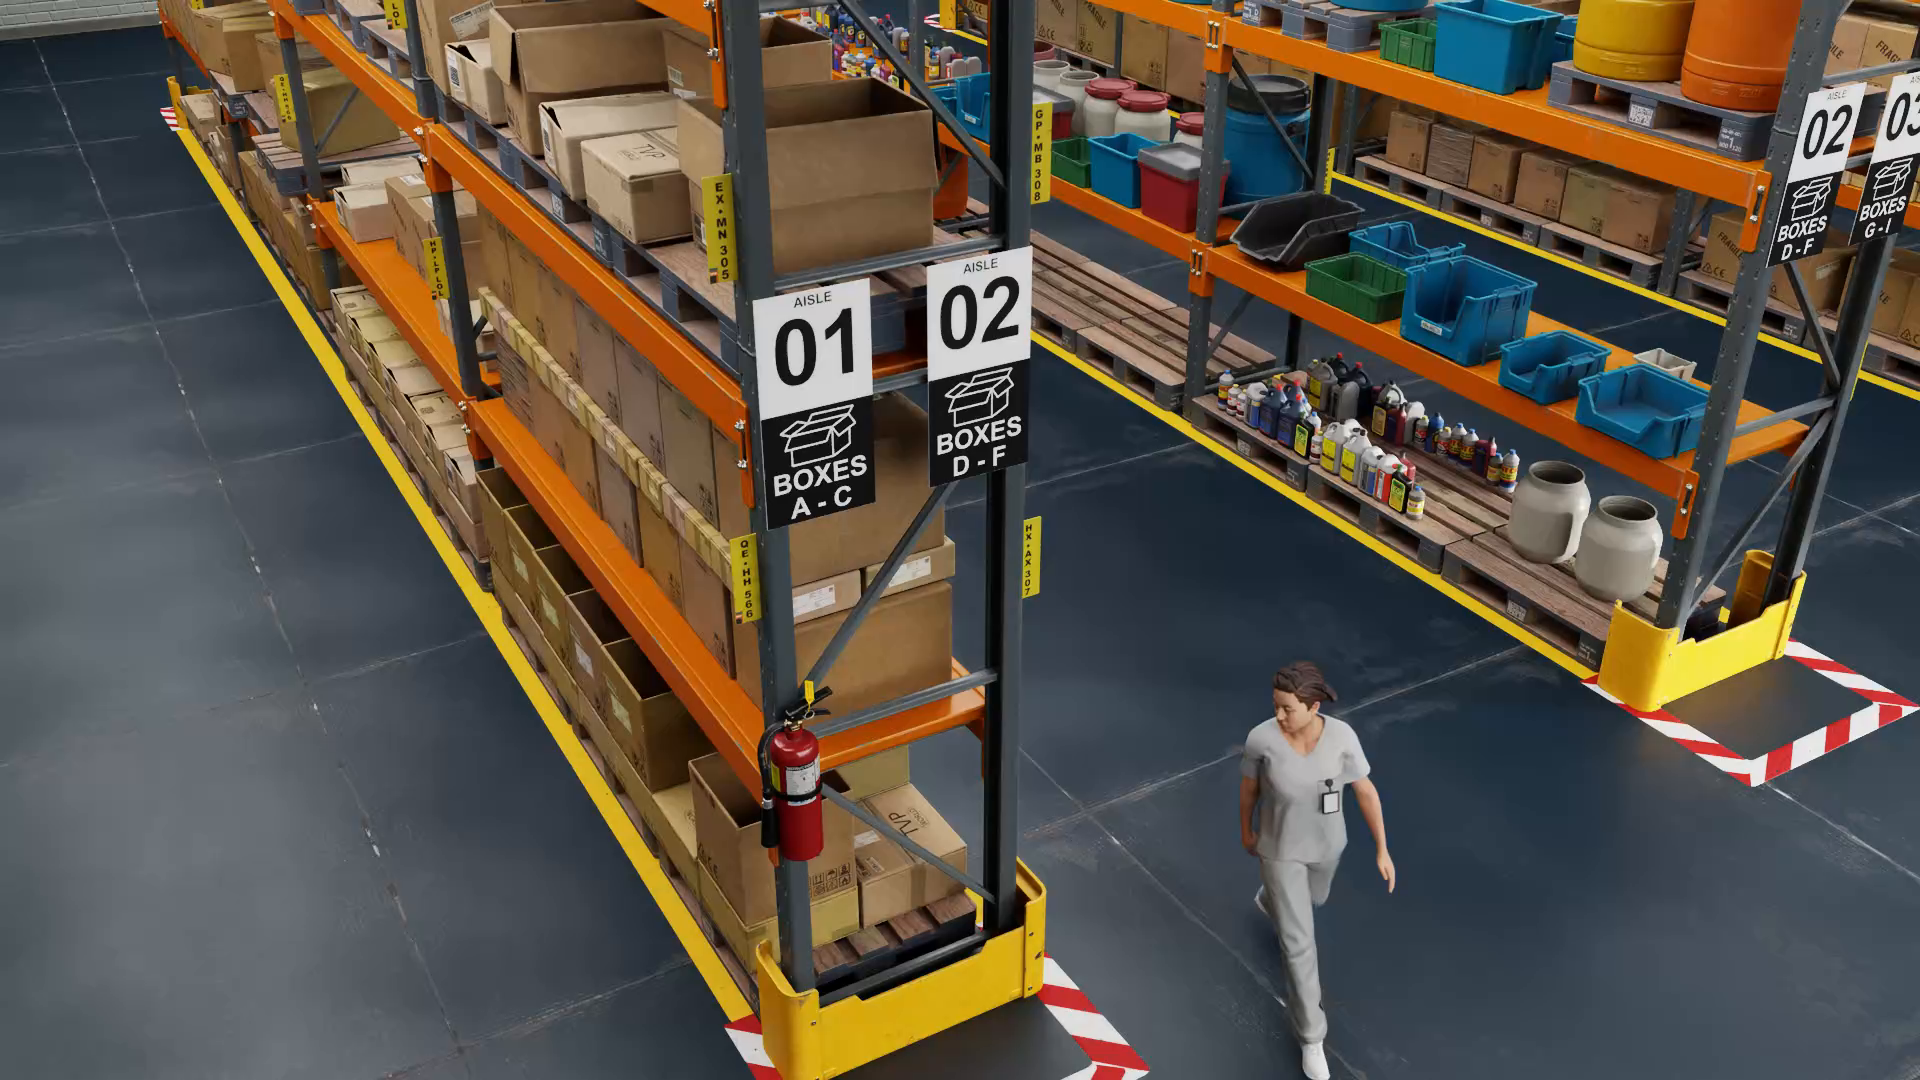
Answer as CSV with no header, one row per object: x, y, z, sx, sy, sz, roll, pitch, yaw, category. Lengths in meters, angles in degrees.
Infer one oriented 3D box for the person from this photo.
1.356,1.176,6.459,0.539,1.622,0.989,-4,29,-7,person
